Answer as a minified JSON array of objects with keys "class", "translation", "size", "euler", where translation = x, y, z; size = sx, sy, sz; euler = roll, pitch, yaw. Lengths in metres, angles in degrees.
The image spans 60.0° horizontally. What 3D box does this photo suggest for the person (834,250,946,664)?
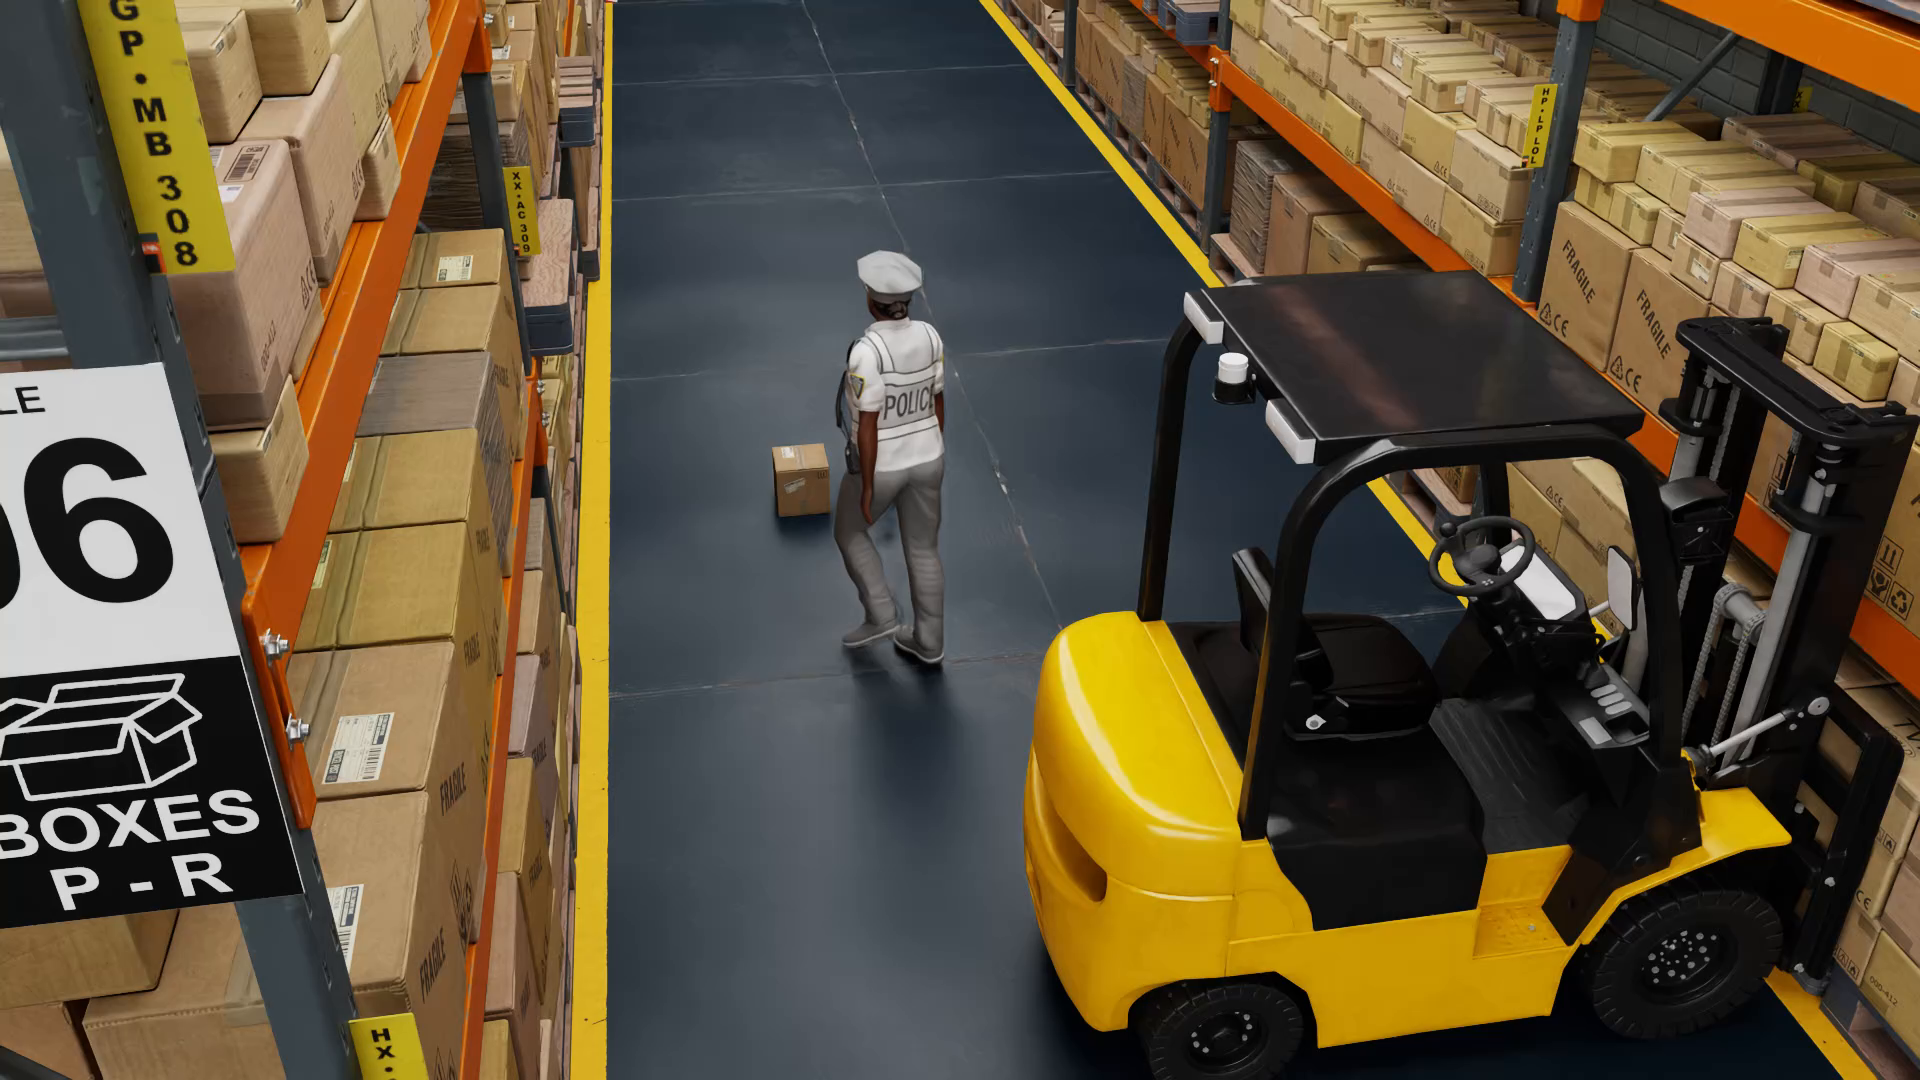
[{"class":"person","translation":[-0.238,-0.289,6.583],"size":[0.477,1.675,0.510],"euler":[-20,36,-30]}]
